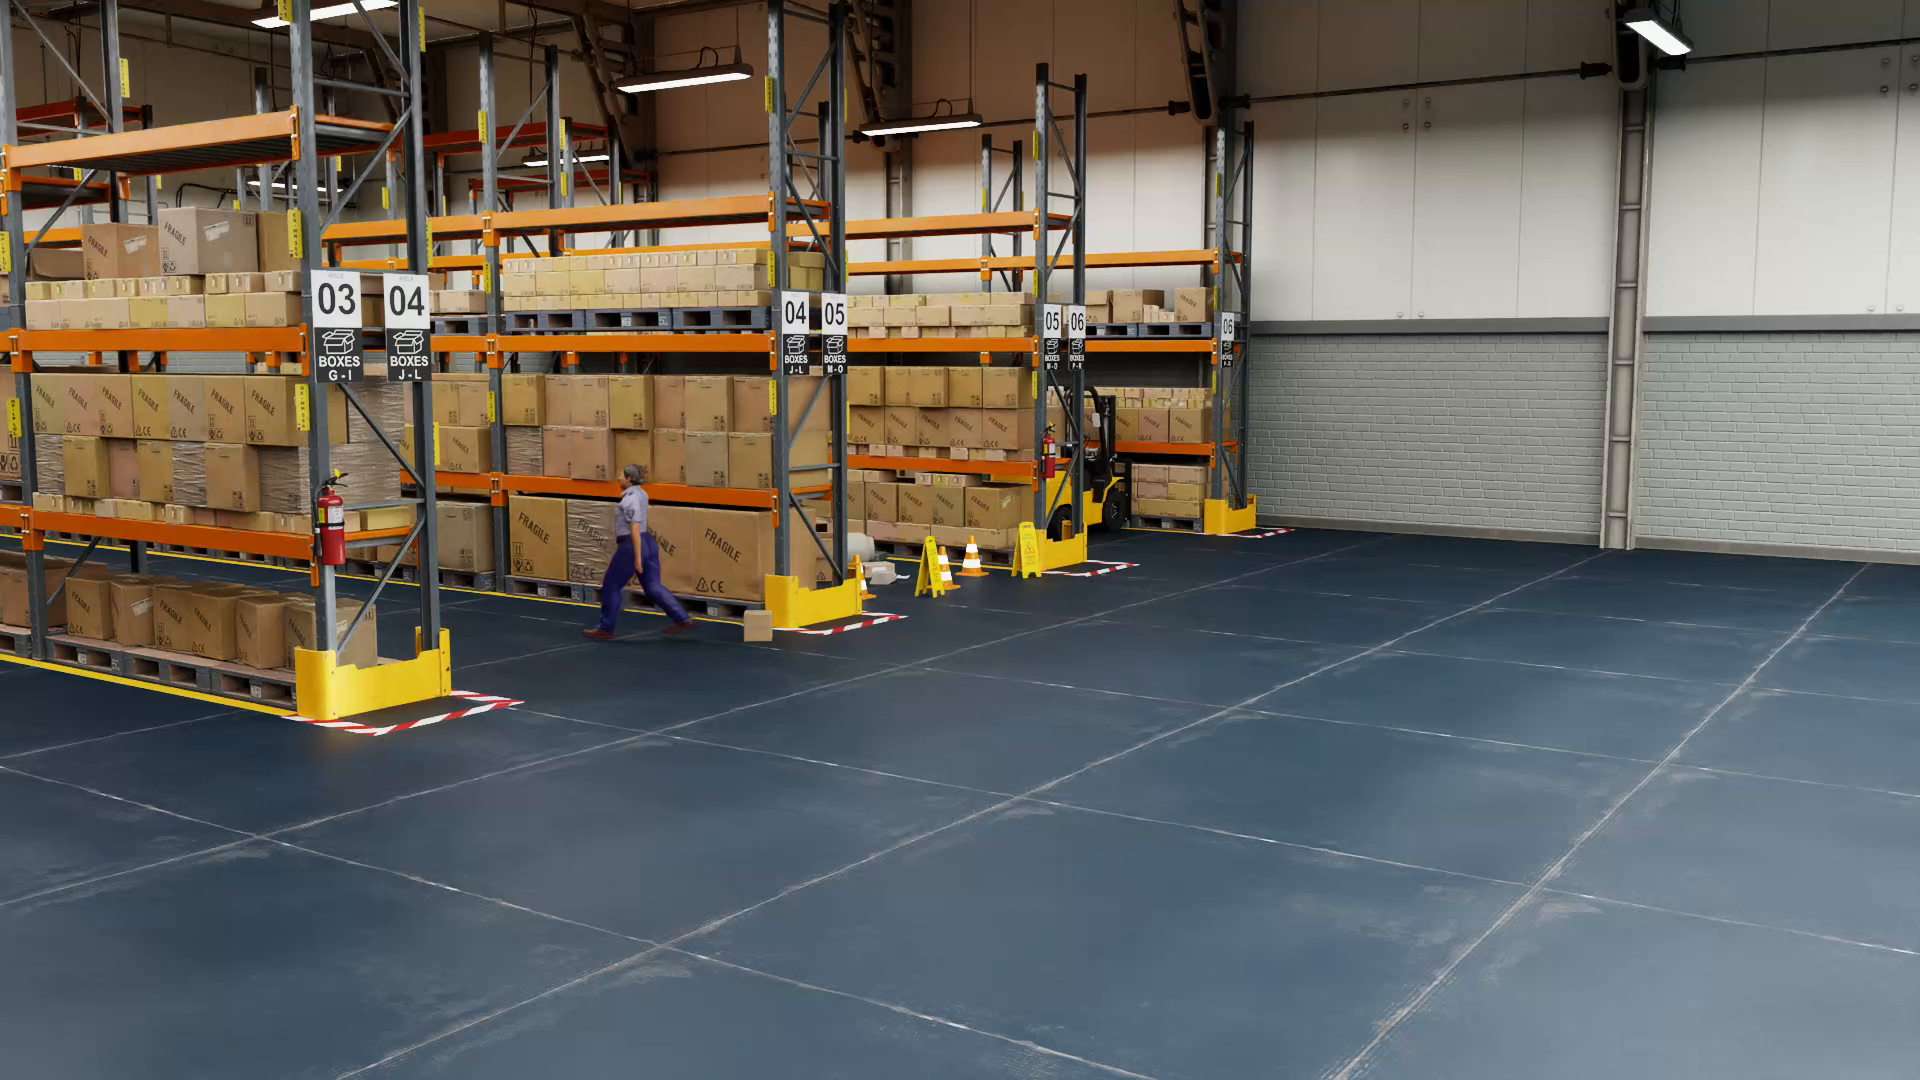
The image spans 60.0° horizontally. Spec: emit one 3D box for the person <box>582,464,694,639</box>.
[{"bbox_3d":[-2.949,0.101,15.156,1.005,1.594,0.483,1,7,11],"label":"person"}]
